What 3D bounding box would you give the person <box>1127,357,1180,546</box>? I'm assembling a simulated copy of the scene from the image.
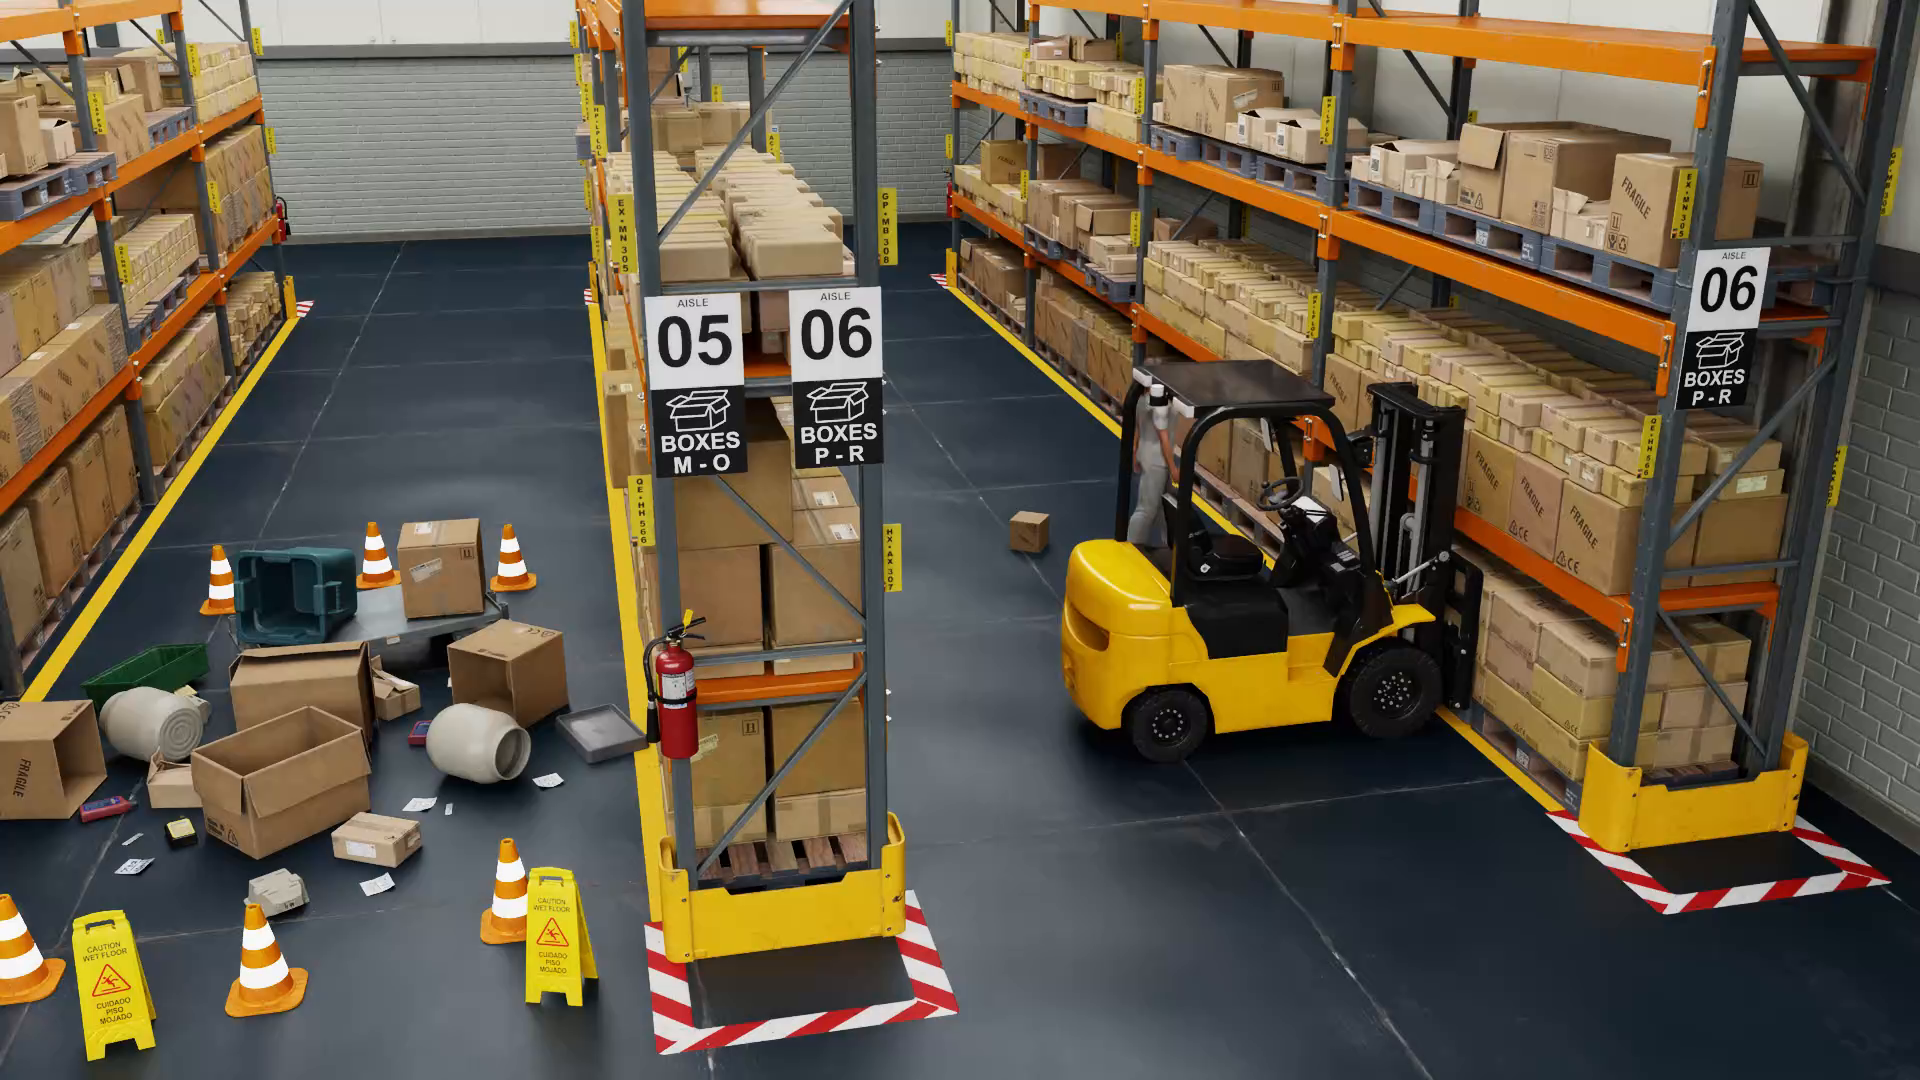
[{"bbox_3d":[1.571,-0.583,12.687,0.733,1.660,0.448,-4,20,-12],"label":"person"}]
